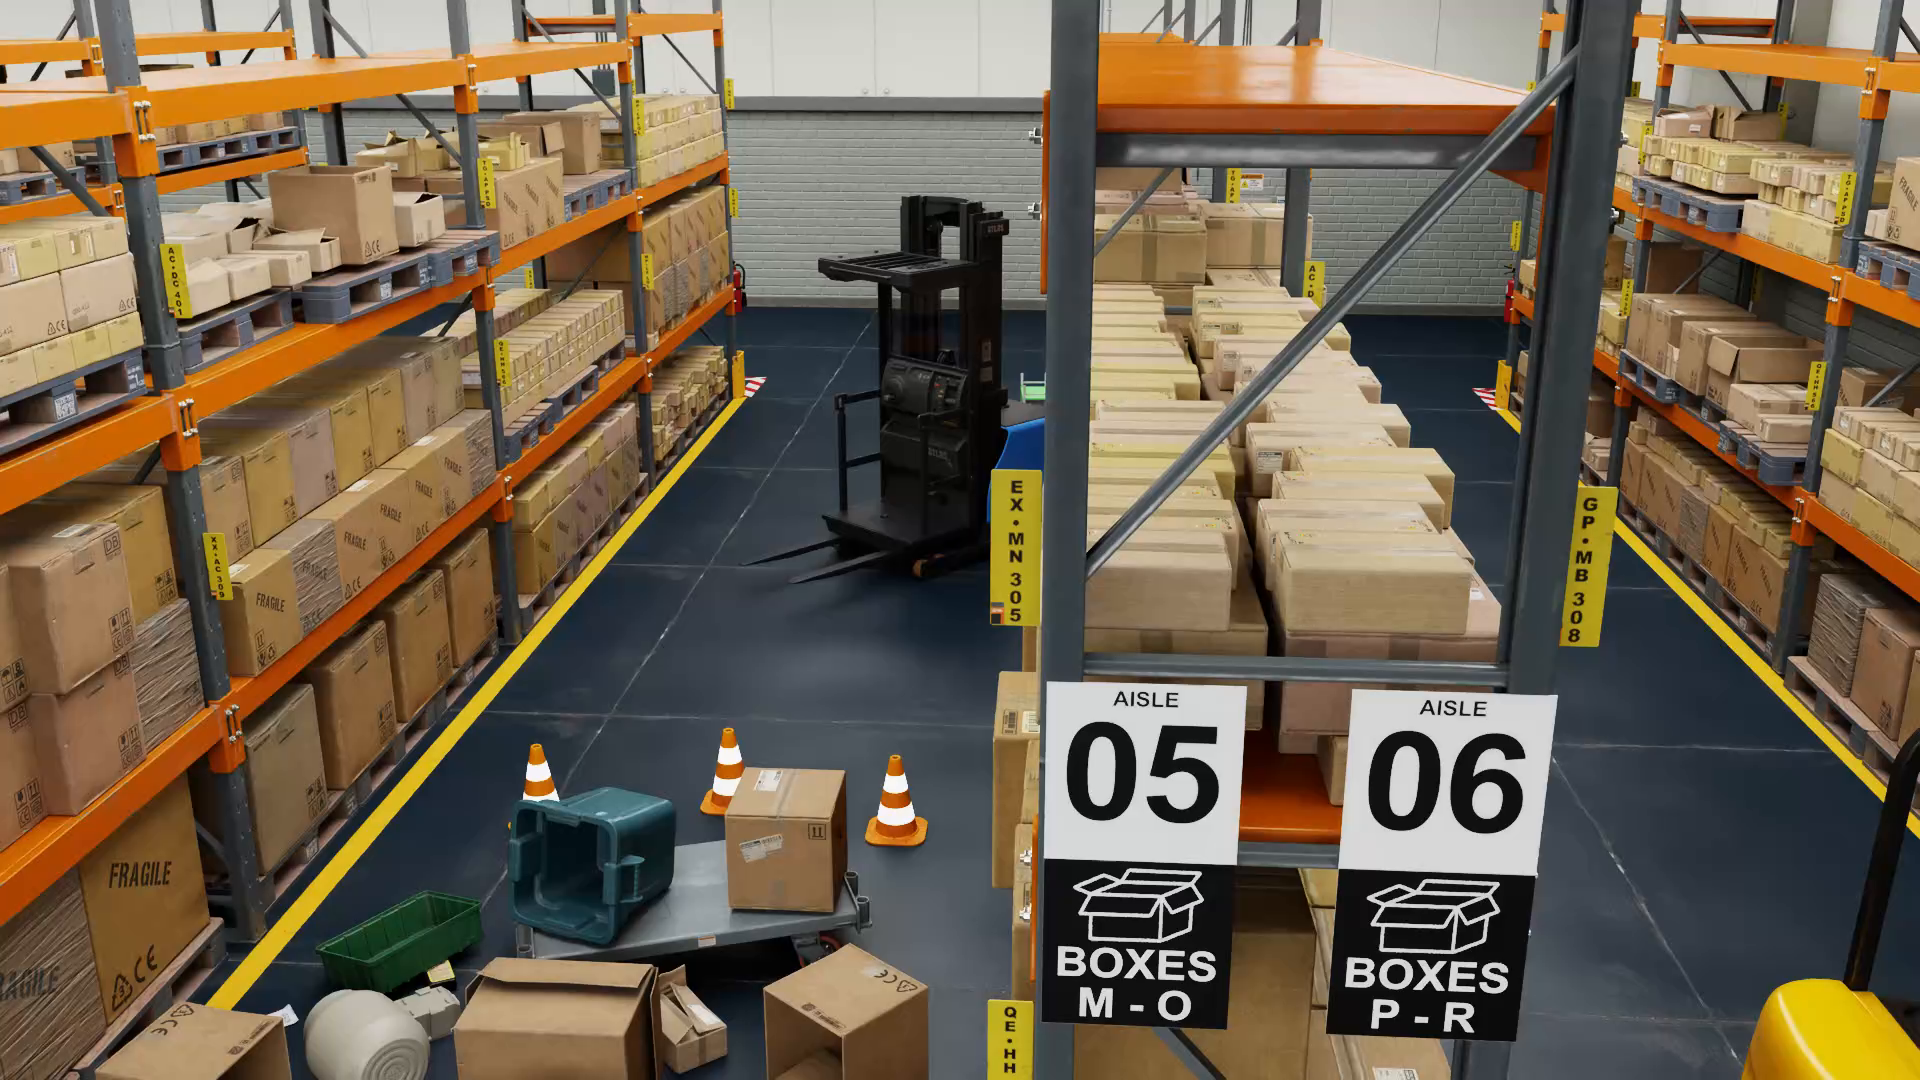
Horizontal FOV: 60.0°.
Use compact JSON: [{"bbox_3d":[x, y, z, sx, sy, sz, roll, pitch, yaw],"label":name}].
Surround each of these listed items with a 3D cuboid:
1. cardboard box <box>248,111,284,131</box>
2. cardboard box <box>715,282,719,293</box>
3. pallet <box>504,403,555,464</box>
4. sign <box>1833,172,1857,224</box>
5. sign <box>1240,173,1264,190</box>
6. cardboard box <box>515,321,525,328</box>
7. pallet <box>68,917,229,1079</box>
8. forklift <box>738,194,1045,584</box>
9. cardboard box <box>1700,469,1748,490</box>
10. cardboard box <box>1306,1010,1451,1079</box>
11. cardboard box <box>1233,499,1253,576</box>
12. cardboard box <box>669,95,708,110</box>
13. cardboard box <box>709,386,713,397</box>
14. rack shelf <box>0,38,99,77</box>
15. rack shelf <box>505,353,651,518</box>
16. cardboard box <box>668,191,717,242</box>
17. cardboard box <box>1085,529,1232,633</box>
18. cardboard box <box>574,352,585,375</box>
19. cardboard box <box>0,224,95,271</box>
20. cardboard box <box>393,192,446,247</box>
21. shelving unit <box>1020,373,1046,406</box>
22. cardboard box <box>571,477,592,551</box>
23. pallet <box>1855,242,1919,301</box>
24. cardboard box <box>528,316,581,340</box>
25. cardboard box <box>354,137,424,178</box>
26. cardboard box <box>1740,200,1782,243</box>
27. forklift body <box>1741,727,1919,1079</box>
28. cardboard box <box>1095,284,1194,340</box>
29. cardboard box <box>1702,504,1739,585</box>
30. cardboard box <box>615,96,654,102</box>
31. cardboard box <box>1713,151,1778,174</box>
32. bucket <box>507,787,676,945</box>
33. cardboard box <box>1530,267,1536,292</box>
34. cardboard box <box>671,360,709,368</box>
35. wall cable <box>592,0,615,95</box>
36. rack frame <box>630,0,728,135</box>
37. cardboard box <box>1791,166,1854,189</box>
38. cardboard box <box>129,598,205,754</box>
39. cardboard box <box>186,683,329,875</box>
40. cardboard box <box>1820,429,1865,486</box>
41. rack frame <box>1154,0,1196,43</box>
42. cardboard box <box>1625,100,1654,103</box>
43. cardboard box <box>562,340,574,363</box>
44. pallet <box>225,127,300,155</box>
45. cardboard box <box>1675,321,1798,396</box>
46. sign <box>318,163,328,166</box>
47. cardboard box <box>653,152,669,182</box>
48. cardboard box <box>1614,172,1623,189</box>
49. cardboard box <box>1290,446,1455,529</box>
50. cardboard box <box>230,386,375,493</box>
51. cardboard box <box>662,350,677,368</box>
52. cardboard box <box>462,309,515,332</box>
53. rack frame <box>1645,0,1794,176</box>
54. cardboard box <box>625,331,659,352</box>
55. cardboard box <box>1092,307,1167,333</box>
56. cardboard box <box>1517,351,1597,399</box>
[{"bbox_3d":[-8.058,-4.866,18.642,0.700,0.500,0.500,0,18,1],"label":"cardboard box"},{"bbox_3d":[-2.931,-2.863,18.746,0.380,0.149,0.250,1,18,4],"label":"cardboard box"},{"bbox_3d":[-3.763,-0.814,12.398,1.213,0.211,1.003,1,18,4],"label":"pallet"},{"bbox_3d":[5.647,-2.177,10.601,0.100,0.325,0.005,1,18,4],"label":"sign"},{"bbox_3d":[4.236,-5.205,24.163,0.339,0.242,0.001,1,18,4],"label":"sign"},{"bbox_3d":[-3.961,-1.792,14.325,0.380,0.149,0.250,1,18,2],"label":"cardboard box"},{"bbox_3d":[-4.127,2.120,7.613,1.003,0.211,1.213,1,18,4],"label":"pallet"},{"bbox_3d":[-0.447,-1.254,13.544,3.031,2.935,1.130,-17,25,-42],"label":"forklift"},{"bbox_3d":[6.162,-0.458,13.302,0.380,0.149,0.250,1,18,4],"label":"cardboard box"},{"bbox_3d":[0.974,1.552,4.229,0.500,0.500,0.500,1,18,3],"label":"cardboard box"},{"bbox_3d":[0.482,0.066,4.351,0.500,0.250,0.500,1,18,3],"label":"cardboard box"},{"bbox_3d":[-2.959,-4.763,18.121,0.380,0.149,0.250,2,18,5],"label":"cardboard box"},{"bbox_3d":[-2.986,-1.681,18.638,0.380,0.149,0.250,1,18,4],"label":"cardboard box"},{"bbox_3d":[-8.504,-3.764,13.255,1.077,0.370,4.000,1,18,4],"label":"rack shelf"},{"bbox_3d":[-3.564,-0.961,13.693,1.077,0.370,4.000,1,18,4],"label":"rack shelf"},{"bbox_3d":[-2.955,-3.525,18.120,0.500,0.500,0.500,1,18,2],"label":"cardboard box"},{"bbox_3d":[0.393,0.086,3.650,0.380,0.149,0.250,1,18,4],"label":"cardboard box"},{"bbox_3d":[-3.342,-1.472,13.826,0.380,0.149,0.250,2,18,6],"label":"cardboard box"},{"bbox_3d":[-3.721,-1.172,6.653,0.380,0.149,0.250,1,18,4],"label":"cardboard box"},{"bbox_3d":[-3.483,-1.980,10.140,0.500,0.311,0.500,1,18,4],"label":"cardboard box"},{"bbox_3d":[0.680,-0.879,15.178,0.258,1.200,0.503,0,18,0],"label":"shelving unit"},{"bbox_3d":[-3.338,-0.223,13.626,0.500,0.500,0.500,1,18,3],"label":"cardboard box"},{"bbox_3d":[6.229,-1.616,10.022,1.213,0.211,1.003,2,18,6],"label":"pallet"},{"bbox_3d":[-3.349,-1.753,13.729,0.380,0.149,0.250,0,18,1],"label":"cardboard box"},{"bbox_3d":[-3.938,-2.650,11.485,0.396,0.266,0.258,1,18,4],"label":"cardboard box"},{"bbox_3d":[6.054,-2.323,12.119,0.500,0.250,0.500,1,18,4],"label":"cardboard box"},{"bbox_3d":[3.931,1.766,5.580,2.313,2.155,1.214,1,18,4],"label":"forklift body"},{"bbox_3d":[0.847,-1.098,7.707,0.500,0.250,0.500,1,18,3],"label":"cardboard box"},{"bbox_3d":[6.085,0.042,12.819,0.500,0.500,0.500,2,18,6],"label":"cardboard box"},{"bbox_3d":[-3.513,-4.690,17.900,0.380,0.149,0.250,1,18,4],"label":"cardboard box"},{"bbox_3d":[5.964,-2.867,12.629,0.380,0.149,0.250,1,18,4],"label":"cardboard box"},{"bbox_3d":[-1.705,1.488,7.881,0.726,0.611,0.620,8,10,23],"label":"bucket"},{"bbox_3d":[6.424,-2.756,17.780,0.500,0.250,0.500,1,18,5],"label":"cardboard box"},{"bbox_3d":[-2.968,-1.885,18.306,0.380,0.149,0.250,1,18,2],"label":"cardboard box"},{"bbox_3d":[-4.231,-9.367,23.392,2.277,5.999,0.120,1,18,4],"label":"wall cable"},{"bbox_3d":[-3.134,-6.017,18.334,1.000,3.000,0.127,1,18,4],"label":"rack frame"},{"bbox_3d":[6.071,-2.532,11.639,0.380,0.149,0.250,1,18,3],"label":"cardboard box"},{"bbox_3d":[-4.009,0.604,7.520,0.875,0.550,0.550,1,18,4],"label":"cardboard box"},{"bbox_3d":[-4.040,1.236,8.774,1.050,0.750,0.750,1,18,4],"label":"cardboard box"},{"bbox_3d":[5.888,-0.527,10.653,0.500,0.250,0.500,1,18,4],"label":"cardboard box"},{"bbox_3d":[1.524,-4.696,14.301,1.000,3.000,0.127,1,18,4],"label":"rack frame"},{"bbox_3d":[6.970,-4.405,17.191,0.500,0.250,0.500,1,18,2],"label":"cardboard box"},{"bbox_3d":[-3.366,-1.533,13.534,0.380,0.149,0.250,2,18,6],"label":"cardboard box"},{"bbox_3d":[-8.117,-4.461,18.545,1.003,0.211,1.213,1,18,4],"label":"pallet"},{"bbox_3d":[6.124,-1.432,13.142,0.700,0.500,0.500,1,18,4],"label":"cardboard box"},{"bbox_3d":[-4.249,-2.365,11.177,0.100,0.325,0.005,1,18,4],"label":"sign"},{"bbox_3d":[-3.098,-3.572,15.929,0.500,0.250,0.500,1,18,3],"label":"cardboard box"},{"bbox_3d":[6.255,-3.319,15.320,0.380,0.149,0.250,2,18,6],"label":"cardboard box"},{"bbox_3d":[1.066,-0.140,4.338,0.380,0.149,0.250,1,18,4],"label":"cardboard box"},{"bbox_3d":[-3.856,-0.590,9.639,0.700,0.500,0.500,1,18,3],"label":"cardboard box"},{"bbox_3d":[-3.410,-2.050,18.811,0.380,0.149,0.250,2,18,5],"label":"cardboard box"},{"bbox_3d":[-3.981,-1.851,14.029,0.380,0.149,0.250,1,18,3],"label":"cardboard box"},{"bbox_3d":[6.475,-4.586,13.967,1.000,3.000,0.127,1,18,4],"label":"rack frame"},{"bbox_3d":[-3.074,-1.885,15.762,0.380,0.149,0.250,2,18,6],"label":"cardboard box"},{"bbox_3d":[0.584,-0.791,6.326,0.380,0.149,0.250,1,18,2],"label":"cardboard box"},{"bbox_3d":[6.623,-1.803,18.442,0.797,0.503,0.637,1,18,2],"label":"cardboard box"}]
